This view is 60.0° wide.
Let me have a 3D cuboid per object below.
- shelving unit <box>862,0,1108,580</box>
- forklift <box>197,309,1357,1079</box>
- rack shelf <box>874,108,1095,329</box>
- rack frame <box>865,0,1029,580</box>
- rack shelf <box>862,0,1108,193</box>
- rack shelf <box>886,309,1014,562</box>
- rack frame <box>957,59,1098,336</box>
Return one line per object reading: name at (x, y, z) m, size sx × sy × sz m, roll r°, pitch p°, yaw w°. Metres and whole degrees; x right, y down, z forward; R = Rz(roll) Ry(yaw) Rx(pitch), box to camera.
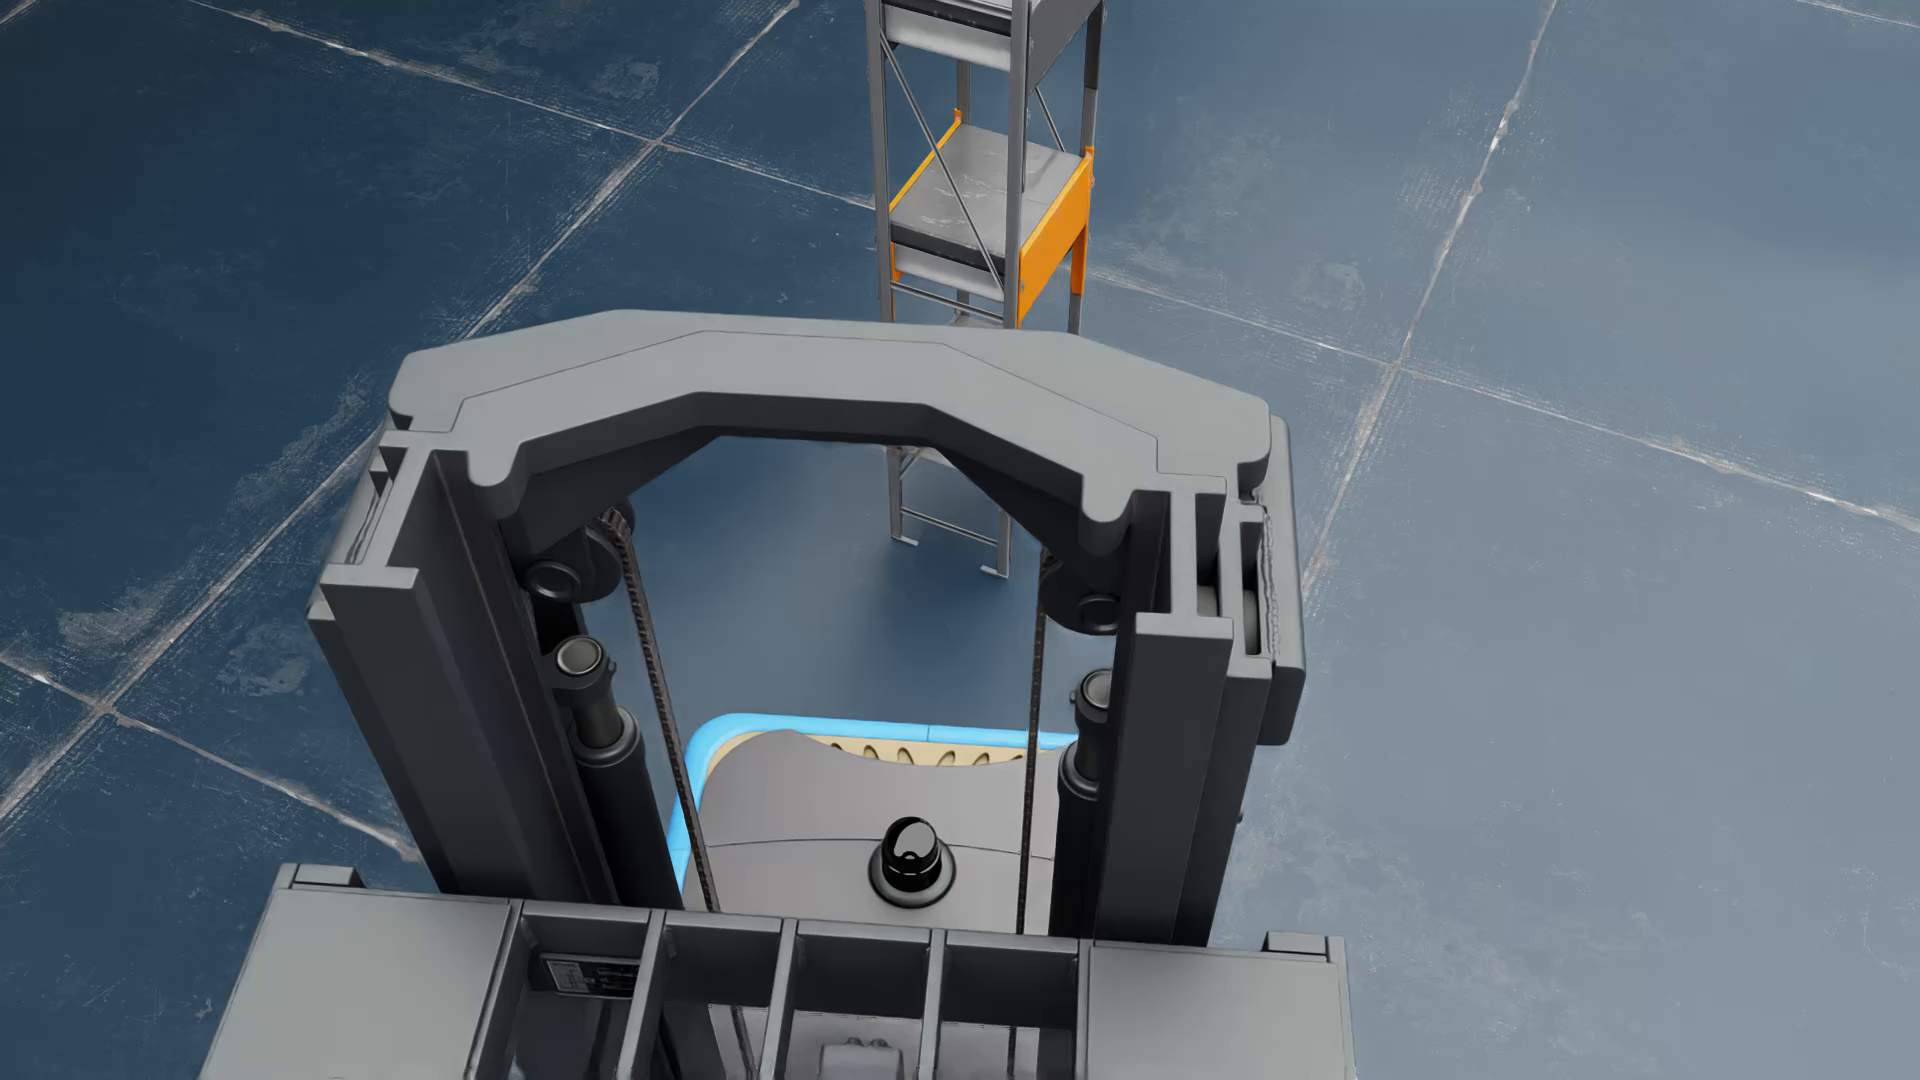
shelving unit at (0.071, -0.794, 4.547) m, size 0.431 × 2.100 × 0.503 m, roll 20°, pitch 52°, yaw 16°
forklift at (-0.180, 1.259, 2.254) m, size 1.130 × 2.935 × 3.031 m, roll 3°, pitch 50°, yaw 3°
rack shelf at (0.071, -0.786, 4.558) m, size 0.431 × 0.518 × 0.480 m, roll 20°, pitch 52°, yaw 16°
rack frame at (-0.034, -0.626, 4.404) m, size 0.400 × 2.100 × 0.015 m, roll 20°, pitch 52°, yaw 16°
rack shelf at (0.071, -1.239, 4.025) m, size 0.431 × 0.518 × 0.480 m, roll 20°, pitch 52°, yaw 16°
rack shelf at (0.071, -0.332, 5.091) m, size 0.431 × 0.518 × 0.480 m, roll 20°, pitch 52°, yaw 16°
rack frame at (0.175, -0.962, 4.690) m, size 0.400 × 2.100 × 0.015 m, roll 20°, pitch 52°, yaw 16°
